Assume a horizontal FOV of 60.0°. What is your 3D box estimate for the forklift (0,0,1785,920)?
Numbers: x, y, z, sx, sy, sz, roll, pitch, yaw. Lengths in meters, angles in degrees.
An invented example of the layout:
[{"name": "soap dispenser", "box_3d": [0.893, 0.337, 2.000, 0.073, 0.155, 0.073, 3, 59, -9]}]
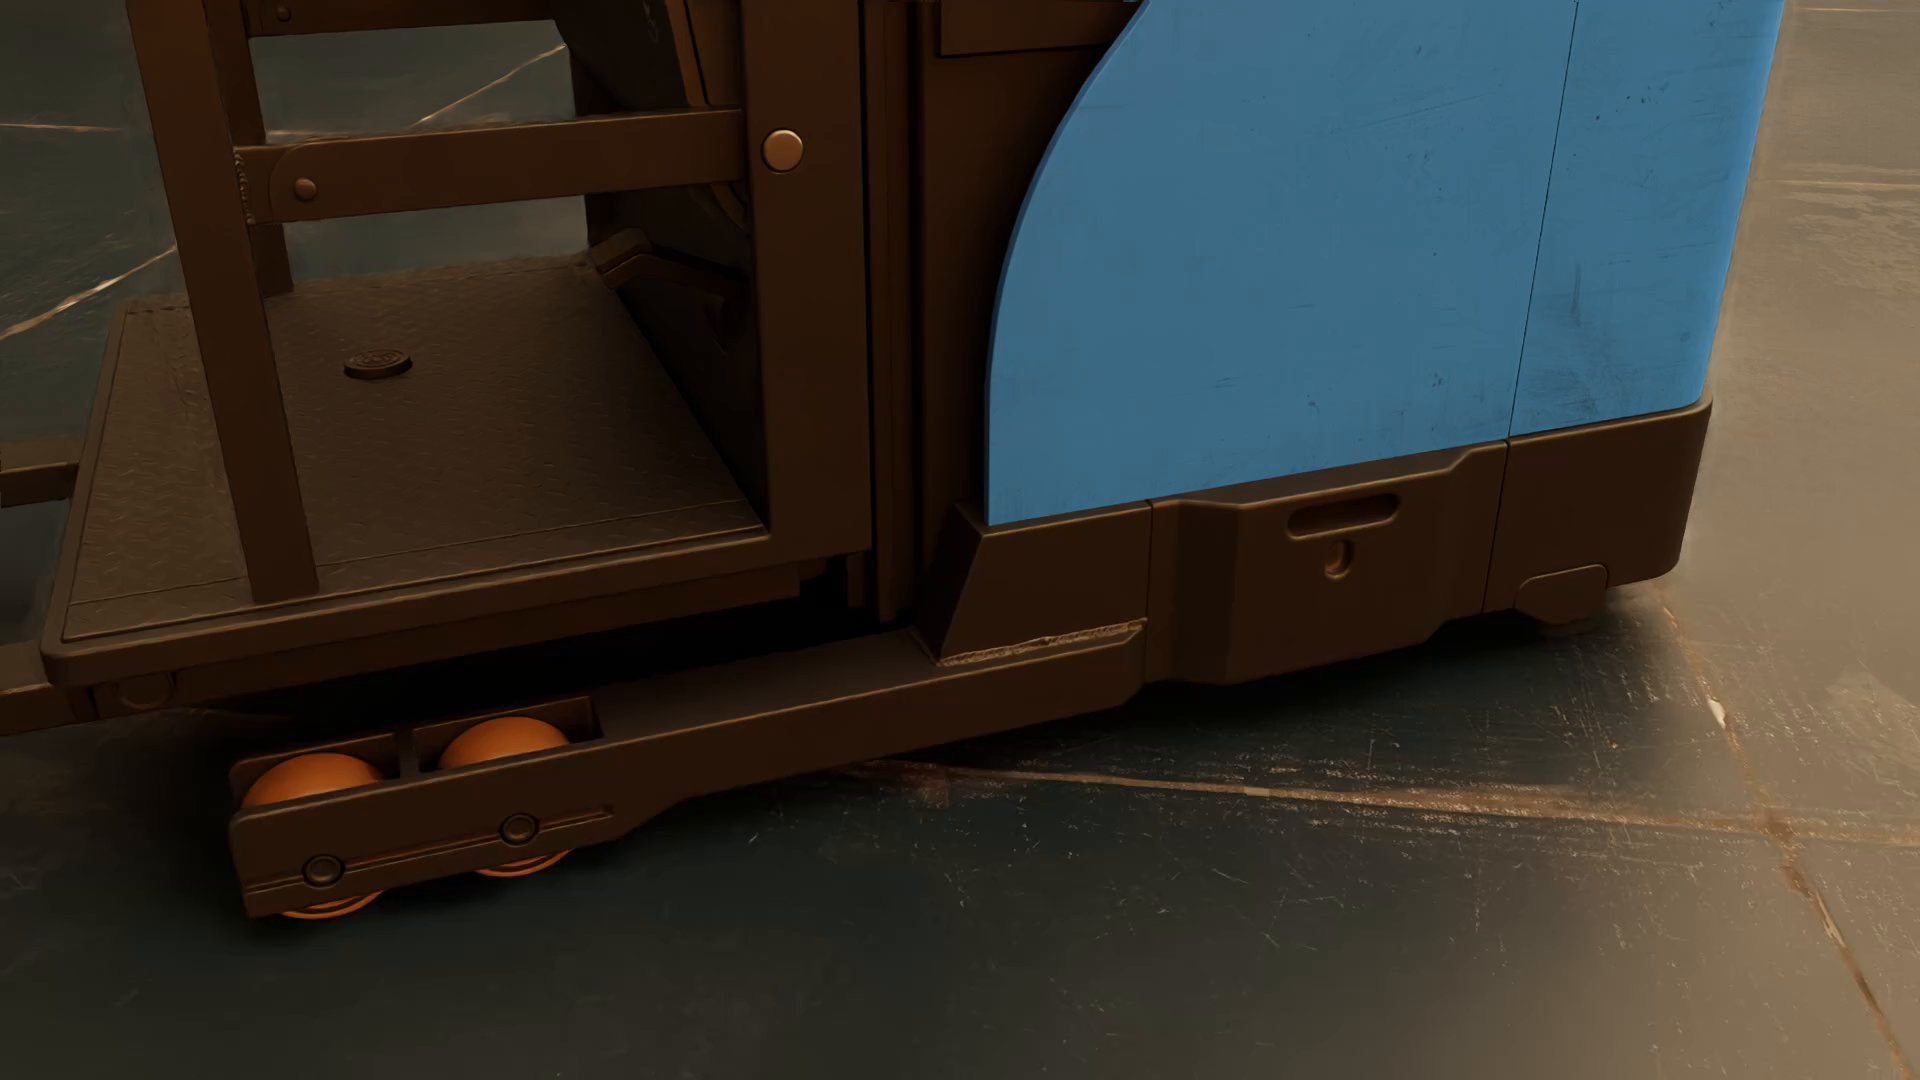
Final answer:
[{"name": "forklift", "box_3d": [-0.575, -1.188, 1.598, 3.031, 2.935, 1.130, -10, 28, -19]}]
